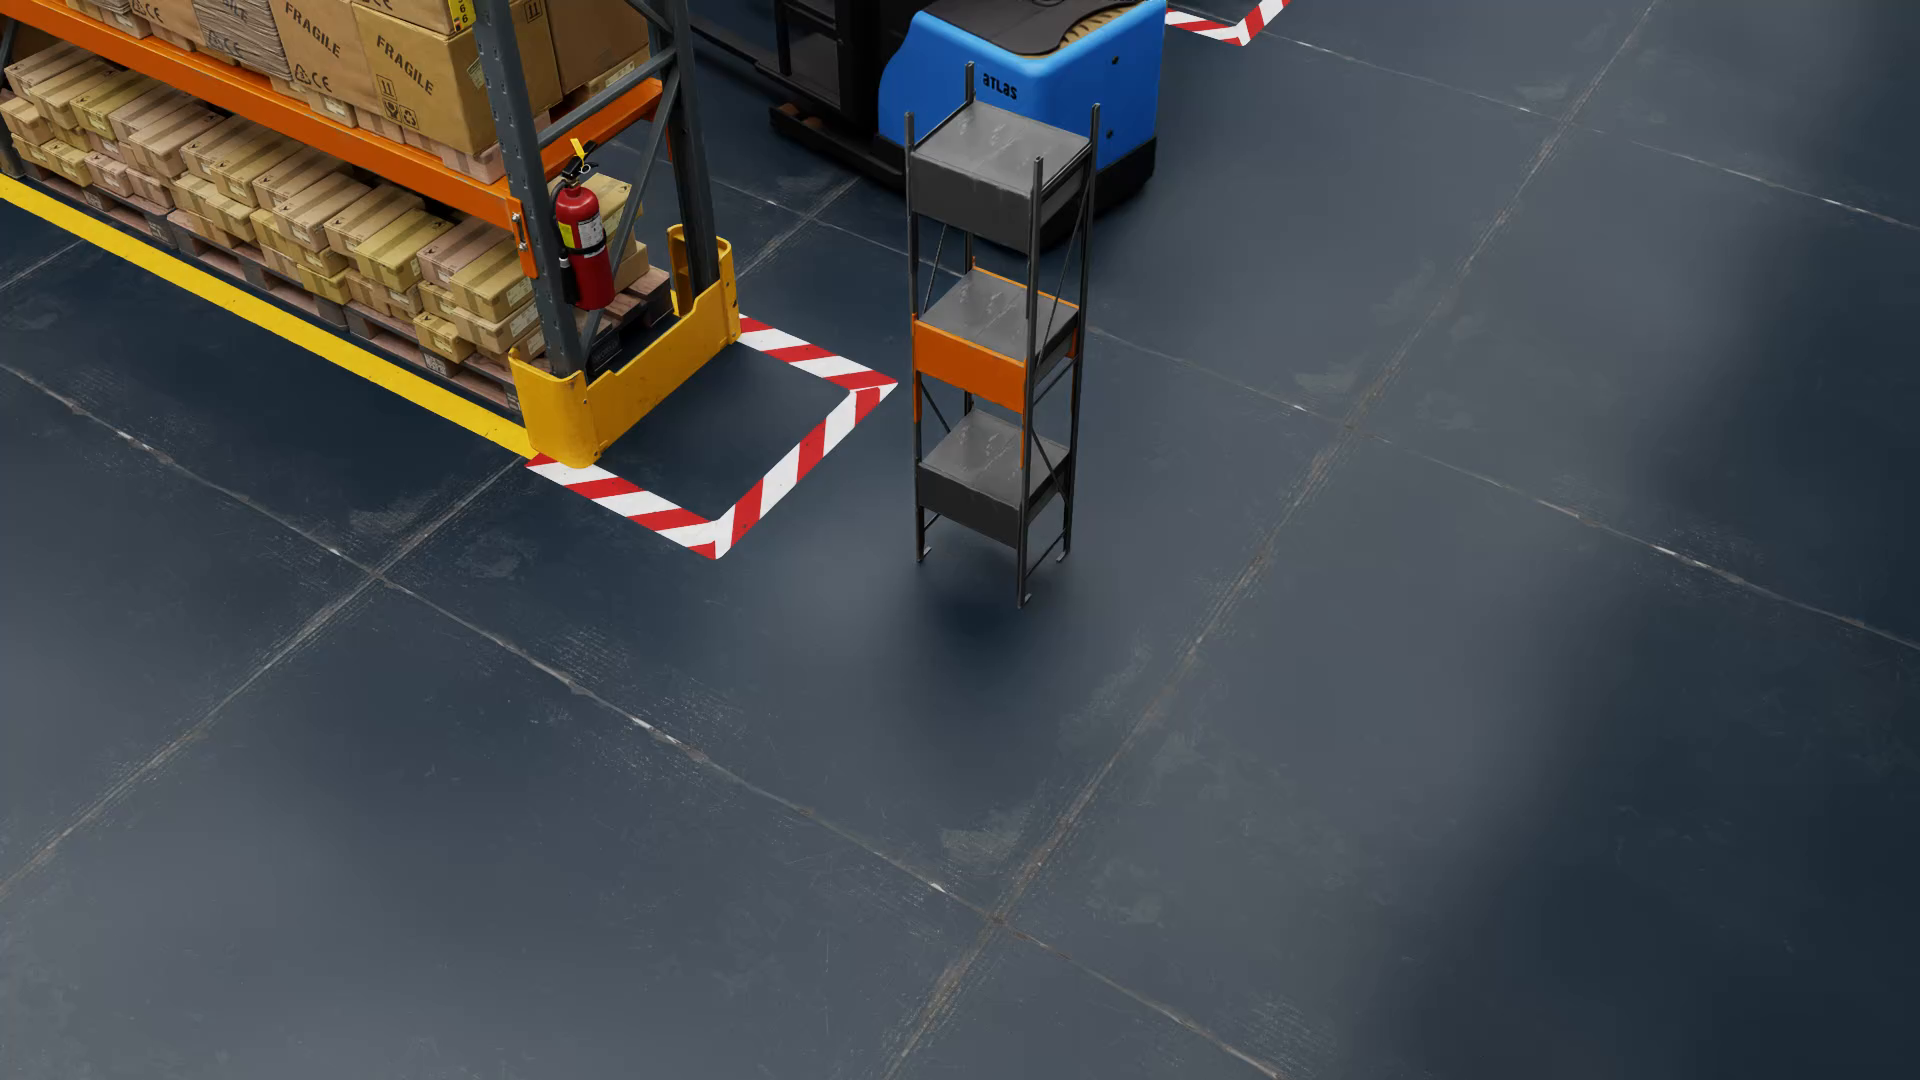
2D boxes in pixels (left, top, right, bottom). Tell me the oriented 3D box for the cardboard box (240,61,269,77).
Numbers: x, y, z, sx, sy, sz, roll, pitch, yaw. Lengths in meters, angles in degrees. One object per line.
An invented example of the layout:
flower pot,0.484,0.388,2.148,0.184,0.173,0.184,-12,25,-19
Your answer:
cardboard box,-2.878,-2.148,7.143,0.250,0.149,0.380,23,50,21

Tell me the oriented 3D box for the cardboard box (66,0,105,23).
cardboard box,-3.806,-2.509,7.494,0.250,0.149,0.380,26,51,23

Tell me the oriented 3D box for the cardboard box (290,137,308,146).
cardboard box,-3.054,-2.033,8.136,0.250,0.149,0.380,25,51,22

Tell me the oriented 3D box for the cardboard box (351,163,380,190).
cardboard box,-2.853,-1.814,8.131,0.250,0.149,0.380,27,52,24

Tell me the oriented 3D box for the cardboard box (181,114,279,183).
cardboard box,-3.488,-1.877,7.985,0.250,0.149,0.380,23,50,21

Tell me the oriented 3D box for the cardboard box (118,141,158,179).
cardboard box,-3.937,-1.977,8.289,0.250,0.149,0.380,22,50,20

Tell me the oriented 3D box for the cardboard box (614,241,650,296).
cardboard box,-1.682,-1.277,7.816,0.250,0.149,0.380,26,51,23

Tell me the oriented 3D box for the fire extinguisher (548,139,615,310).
fire extinguisher,-1.451,-1.195,6.355,0.183,0.674,0.296,25,51,22

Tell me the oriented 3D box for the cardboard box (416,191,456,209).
cardboard box,-2.365,-1.751,7.862,0.250,0.149,0.380,22,50,20

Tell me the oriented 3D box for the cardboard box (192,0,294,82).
cardboard box,-2.794,-2.278,6.817,0.500,0.500,0.500,25,51,22

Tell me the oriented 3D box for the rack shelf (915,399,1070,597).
rack shelf,0.139,-0.170,6.668,0.480,0.518,0.431,25,51,22

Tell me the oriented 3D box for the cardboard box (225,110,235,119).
cardboard box,-3.492,-2.170,8.476,0.250,0.149,0.380,26,51,23

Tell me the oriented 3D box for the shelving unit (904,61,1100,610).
shelving unit,0.139,-0.668,6.157,0.503,2.100,0.431,25,51,22

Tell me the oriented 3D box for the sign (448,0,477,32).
sign,-1.731,-1.914,5.713,0.005,0.325,0.100,25,51,22

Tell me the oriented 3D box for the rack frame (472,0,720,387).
rack frame,-1.414,-1.728,6.559,0.127,3.000,1.000,25,51,22

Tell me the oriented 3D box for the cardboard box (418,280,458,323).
cardboard box,-2.203,-1.150,7.486,0.250,0.149,0.380,24,50,21

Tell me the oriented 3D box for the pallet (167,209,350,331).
pallet,-3.166,-1.594,8.374,1.213,0.211,1.003,25,51,22

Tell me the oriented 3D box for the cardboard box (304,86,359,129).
cardboard box,-2.477,-1.888,6.890,0.250,0.149,0.380,26,51,23

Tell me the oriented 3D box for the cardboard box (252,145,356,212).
cardboard box,-3.066,-1.674,7.787,0.250,0.149,0.380,23,50,21

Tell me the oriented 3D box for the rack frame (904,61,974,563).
rack frame,-0.066,-0.762,6.248,0.015,2.100,0.400,25,51,22

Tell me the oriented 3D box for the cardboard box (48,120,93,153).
cardboard box,-4.387,-2.156,8.463,0.250,0.149,0.380,25,51,22

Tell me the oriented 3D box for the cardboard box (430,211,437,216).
cardboard box,-2.582,-1.627,8.157,0.250,0.149,0.380,25,51,22

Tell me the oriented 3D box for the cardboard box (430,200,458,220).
cardboard box,-2.328,-1.689,8.009,0.250,0.149,0.380,26,51,23

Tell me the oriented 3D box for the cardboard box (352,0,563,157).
cardboard box,-1.931,-1.885,6.435,0.500,0.500,0.500,26,51,23

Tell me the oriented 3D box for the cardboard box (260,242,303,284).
cardboard box,-3.100,-1.418,7.953,0.250,0.149,0.380,26,51,23

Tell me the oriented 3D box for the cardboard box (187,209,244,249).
cardboard box,-3.534,-1.617,8.146,0.250,0.149,0.380,23,50,21

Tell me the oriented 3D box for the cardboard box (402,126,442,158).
cardboard box,-2.030,-1.715,6.722,0.250,0.149,0.380,25,51,22

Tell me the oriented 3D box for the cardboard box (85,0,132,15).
cardboard box,-3.675,-2.667,7.195,0.500,0.500,0.500,24,50,21

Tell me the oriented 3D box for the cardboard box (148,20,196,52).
cardboard box,-3.334,-2.326,7.315,0.250,0.149,0.380,27,51,23

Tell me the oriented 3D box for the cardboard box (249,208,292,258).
cardboard box,-3.099,-1.520,7.845,0.250,0.149,0.380,27,52,24

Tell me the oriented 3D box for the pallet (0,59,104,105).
pallet,-5.437,-2.605,9.356,1.213,0.211,1.003,25,51,22

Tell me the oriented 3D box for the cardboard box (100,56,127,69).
cardboard box,-4.341,-2.656,8.742,0.250,0.149,0.380,26,51,23

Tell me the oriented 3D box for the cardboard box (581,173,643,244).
cardboard box,-1.672,-1.496,7.614,0.250,0.149,0.380,23,50,20

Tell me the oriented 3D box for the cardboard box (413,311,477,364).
cardboard box,-2.241,-0.997,7.544,0.250,0.149,0.380,26,51,23

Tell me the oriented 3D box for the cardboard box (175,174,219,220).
cardboard box,-3.540,-1.720,8.040,0.250,0.149,0.380,24,51,22

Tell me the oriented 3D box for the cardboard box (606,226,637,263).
cardboard box,-1.717,-1.342,7.672,0.250,0.149,0.380,27,52,24

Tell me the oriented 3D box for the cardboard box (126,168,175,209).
cardboard box,-3.946,-1.859,8.381,0.250,0.149,0.380,24,50,21

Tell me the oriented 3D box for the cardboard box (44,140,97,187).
cardboard box,-4.424,-1.992,8.511,0.250,0.149,0.380,26,51,23

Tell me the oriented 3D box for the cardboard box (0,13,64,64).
cardboard box,-5.260,-2.998,9.244,0.500,0.500,0.500,27,51,24

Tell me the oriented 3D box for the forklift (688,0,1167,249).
forklift,-0.399,-3.391,8.223,3.031,2.935,1.130,34,55,28

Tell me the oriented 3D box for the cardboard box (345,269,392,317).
cardboard box,-2.632,-1.239,7.779,0.250,0.149,0.380,25,51,22

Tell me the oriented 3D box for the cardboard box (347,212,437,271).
cardboard box,-2.622,-1.383,7.712,0.250,0.149,0.380,24,51,22

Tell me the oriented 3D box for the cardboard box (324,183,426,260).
cardboard box,-2.647,-1.434,7.554,0.250,0.149,0.380,23,50,21

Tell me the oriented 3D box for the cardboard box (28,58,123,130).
cardboard box,-4.403,-2.236,8.333,0.250,0.149,0.380,27,52,24

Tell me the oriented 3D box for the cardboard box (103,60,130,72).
cardboard box,-4.344,-2.603,8.897,0.250,0.149,0.380,26,51,23

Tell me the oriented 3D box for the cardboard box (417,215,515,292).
cardboard box,-2.177,-1.272,7.397,0.250,0.149,0.380,26,51,23

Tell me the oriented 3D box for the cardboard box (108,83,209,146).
cardboard box,-3.932,-2.081,8.182,0.250,0.149,0.380,23,50,21

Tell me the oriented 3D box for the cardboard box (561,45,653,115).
cardboard box,-1.510,-1.964,6.964,0.250,0.149,0.380,24,51,22
